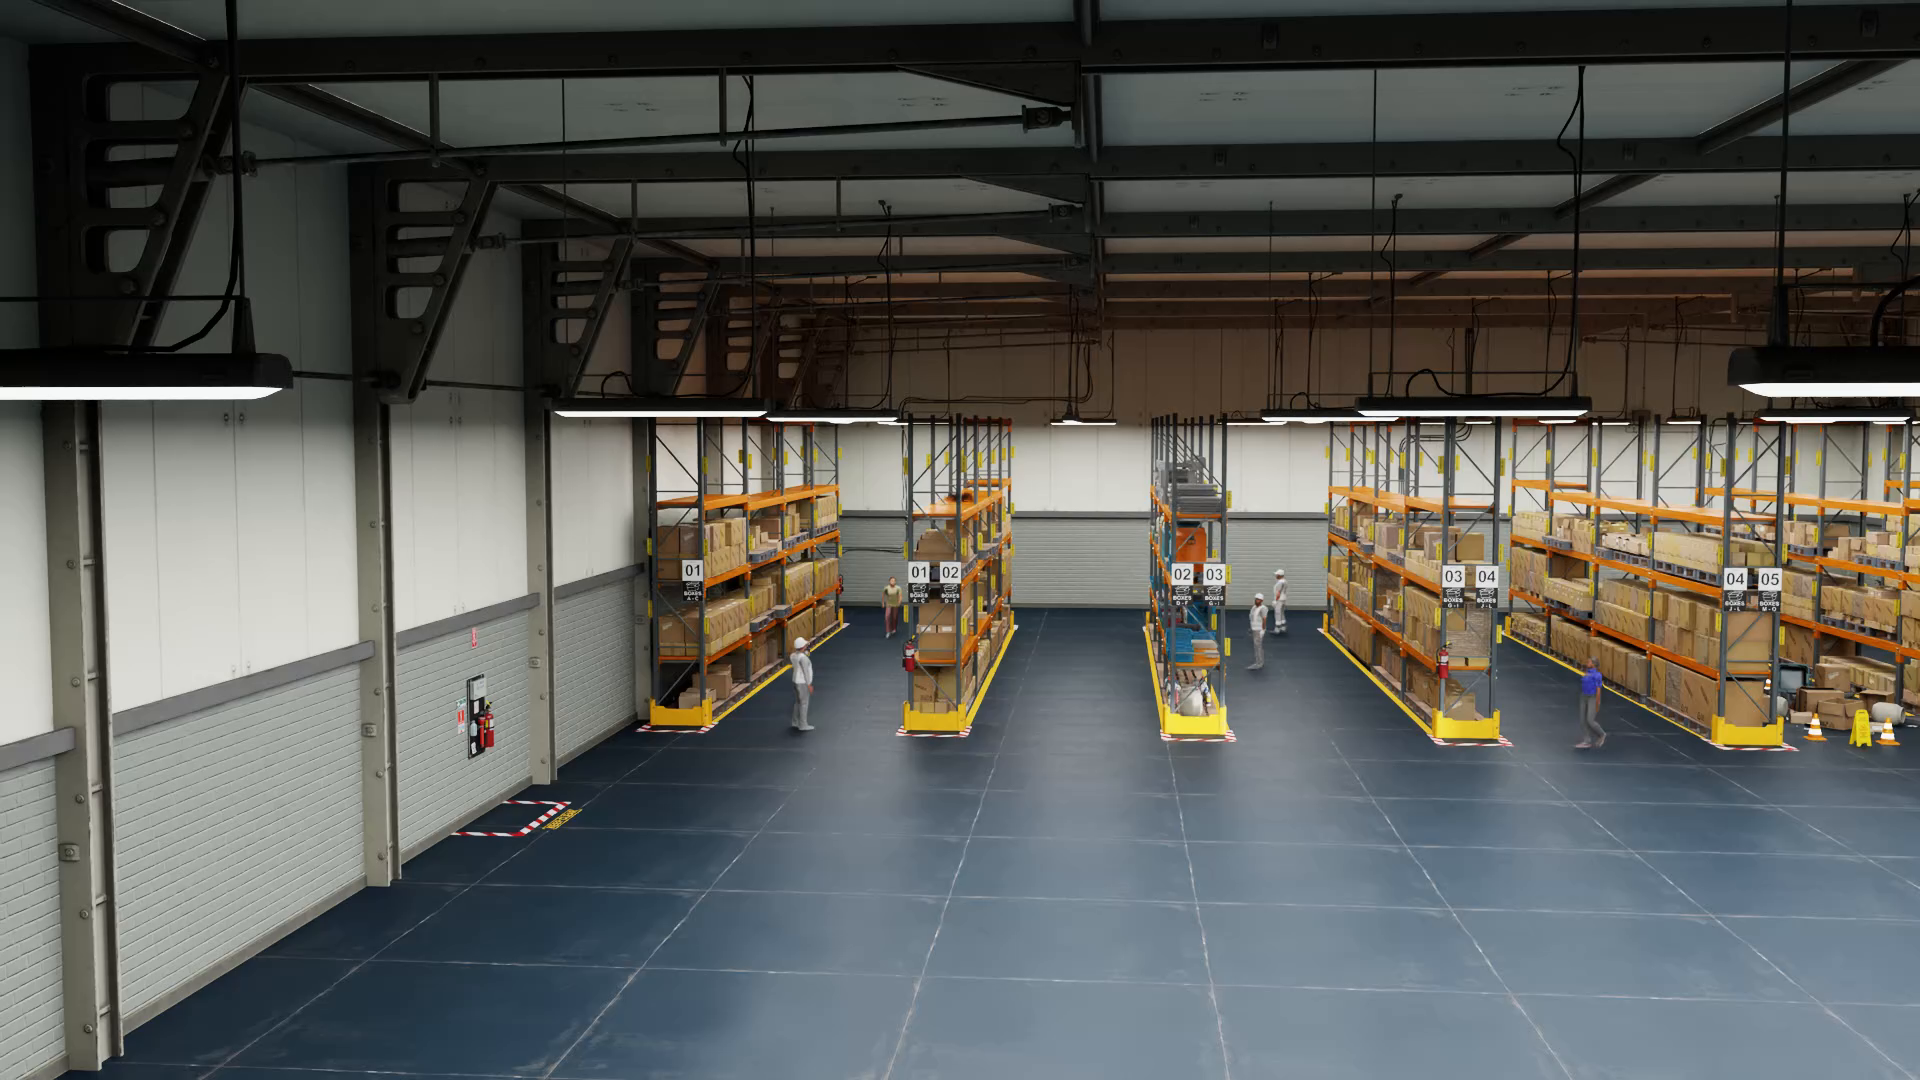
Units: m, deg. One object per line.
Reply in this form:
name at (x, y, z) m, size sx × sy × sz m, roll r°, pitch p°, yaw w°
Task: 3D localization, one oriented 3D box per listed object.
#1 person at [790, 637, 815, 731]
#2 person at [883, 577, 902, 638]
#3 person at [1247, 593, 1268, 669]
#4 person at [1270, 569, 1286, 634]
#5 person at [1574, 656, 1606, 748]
person at (-2.989, 2.732, 31.573) m, size 0.435 × 1.798 × 0.616 m, roll -1°, pitch 4°, yaw -19°
person at (-1.873, 1.832, 45.855) m, size 0.566 × 1.650 × 0.982 m, roll 0°, pitch 4°, yaw 4°
person at (7.078, 2.165, 39.673) m, size 0.486 × 1.790 × 0.588 m, roll 0°, pitch 4°, yaw -1°
person at (8.866, 1.715, 46.296) m, size 0.402 × 1.808 × 0.626 m, roll 2°, pitch 4°, yaw 23°
person at (11.246, 2.894, 29.636) m, size 0.456 × 1.635 × 0.468 m, roll -2°, pitch 4°, yaw -25°
